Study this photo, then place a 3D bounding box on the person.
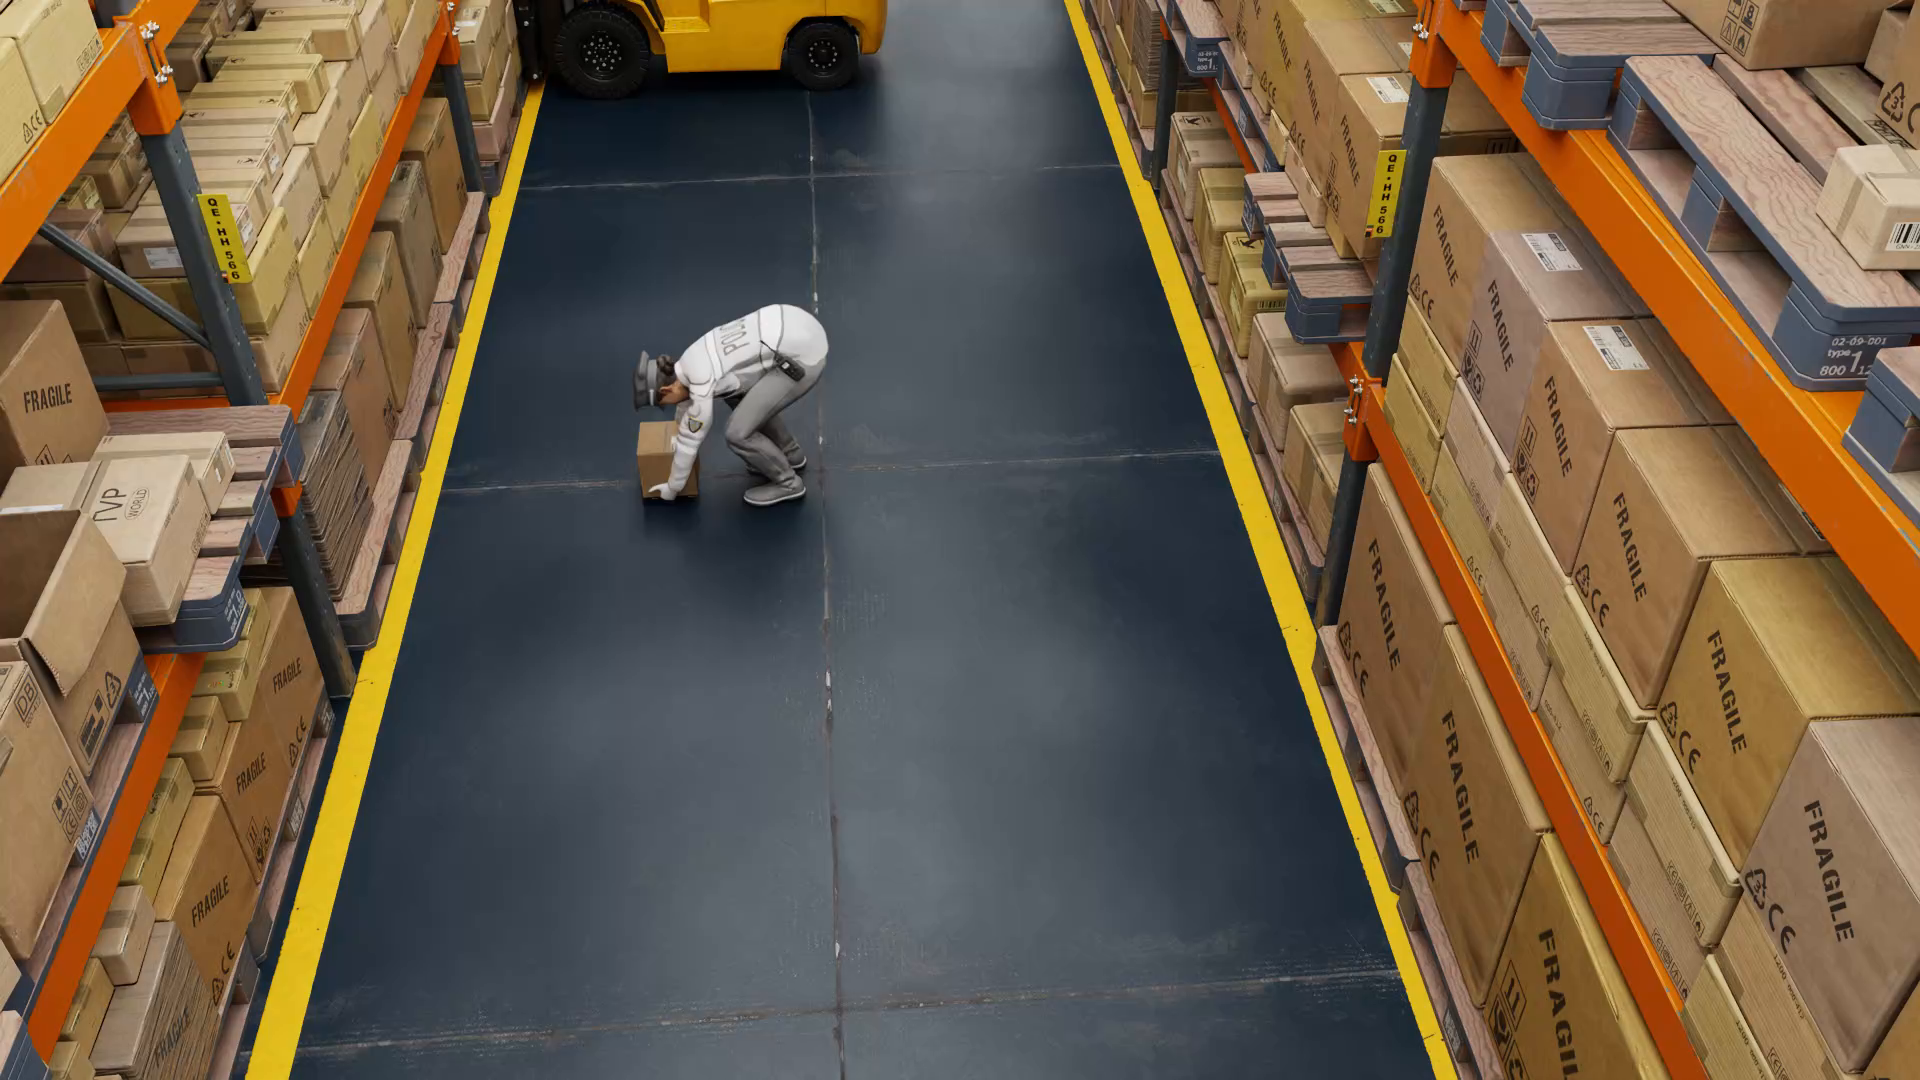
[{"bbox_3d":[-1.019,-0.600,7.498,0.878,0.889,0.462,-5,40,-6],"label":"person"}]
